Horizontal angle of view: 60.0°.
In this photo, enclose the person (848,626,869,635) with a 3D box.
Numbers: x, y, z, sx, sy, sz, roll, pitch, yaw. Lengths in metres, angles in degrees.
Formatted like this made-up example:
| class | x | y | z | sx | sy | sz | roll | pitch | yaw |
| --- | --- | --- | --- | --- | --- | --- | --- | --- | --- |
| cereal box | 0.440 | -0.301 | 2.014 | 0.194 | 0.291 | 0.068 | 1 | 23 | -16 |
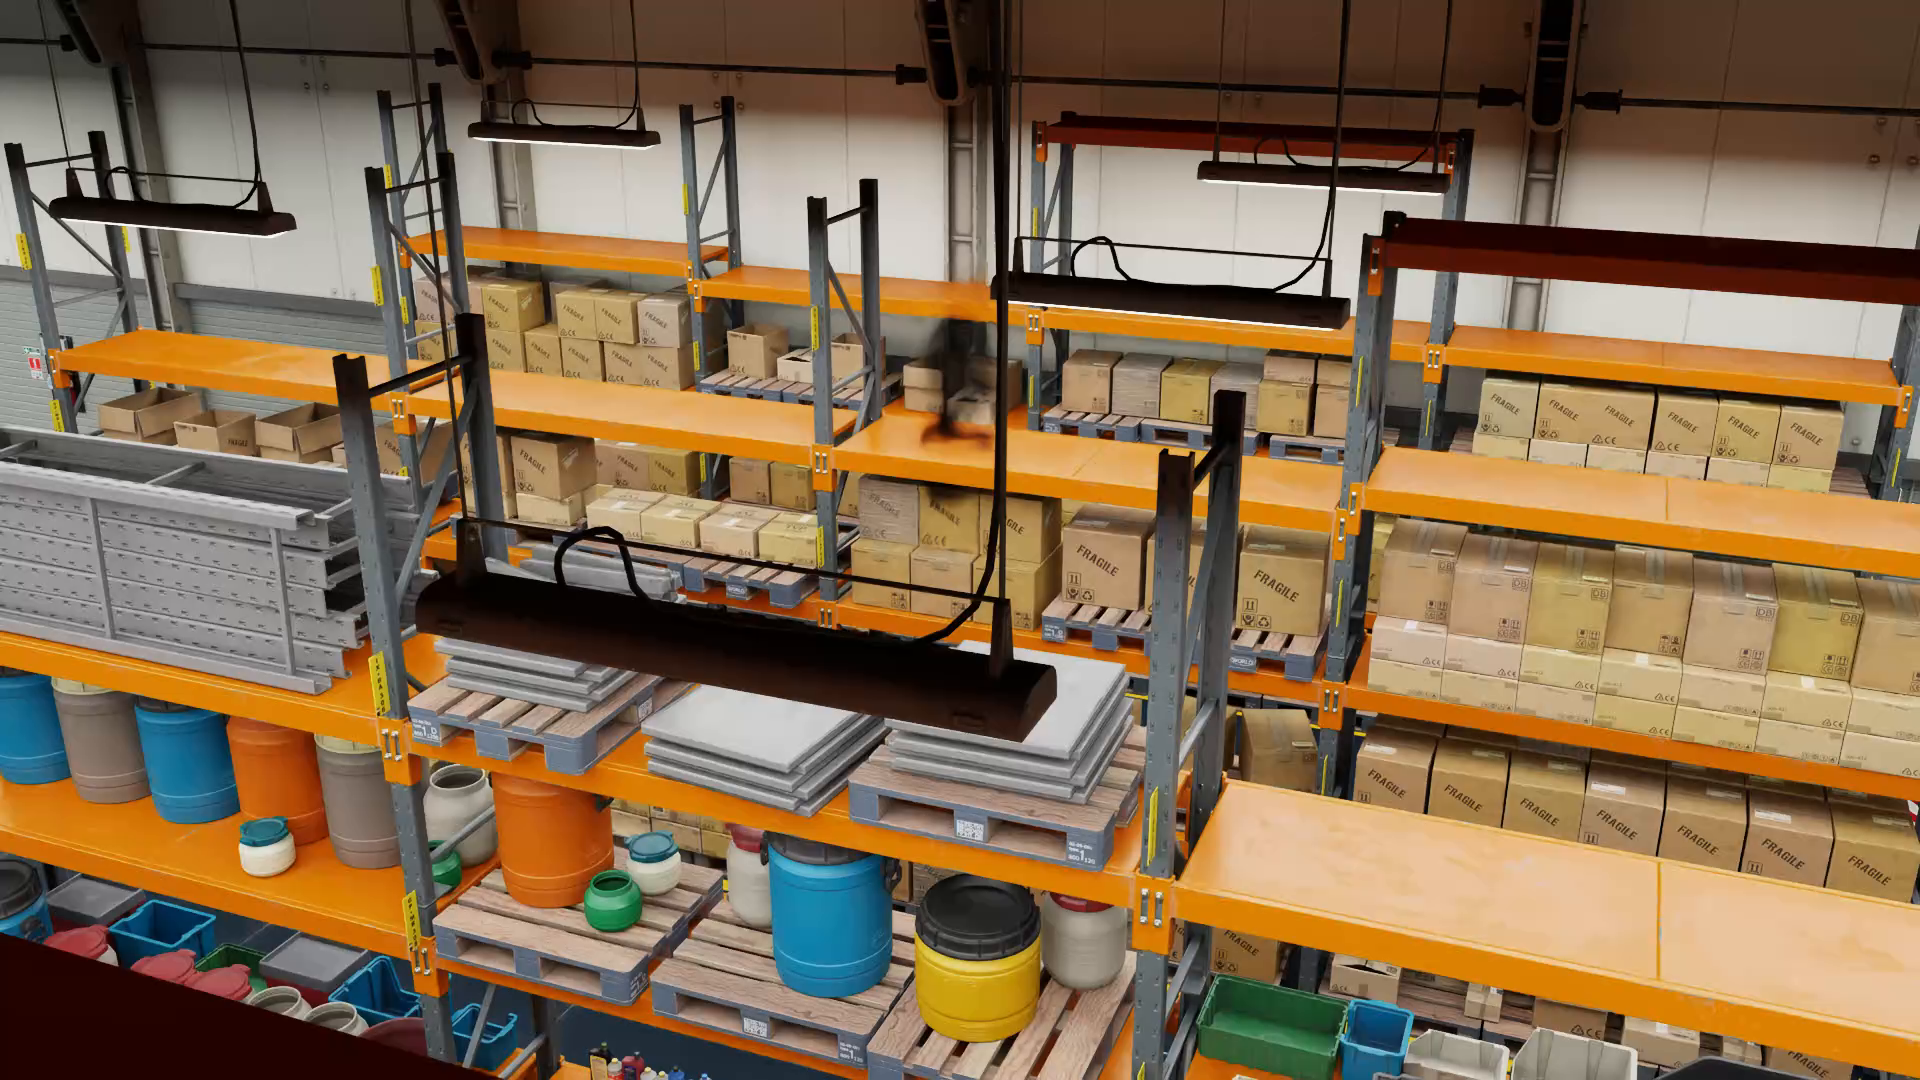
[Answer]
| class | x | y | z | sx | sy | sz | roll | pitch | yaw |
| --- | --- | --- | --- | --- | --- | --- | --- | --- | --- |
| person | -0.862 | 1.504 | 15.991 | 0.845 | 1.754 | 0.650 | 6 | 22 | 15 |
